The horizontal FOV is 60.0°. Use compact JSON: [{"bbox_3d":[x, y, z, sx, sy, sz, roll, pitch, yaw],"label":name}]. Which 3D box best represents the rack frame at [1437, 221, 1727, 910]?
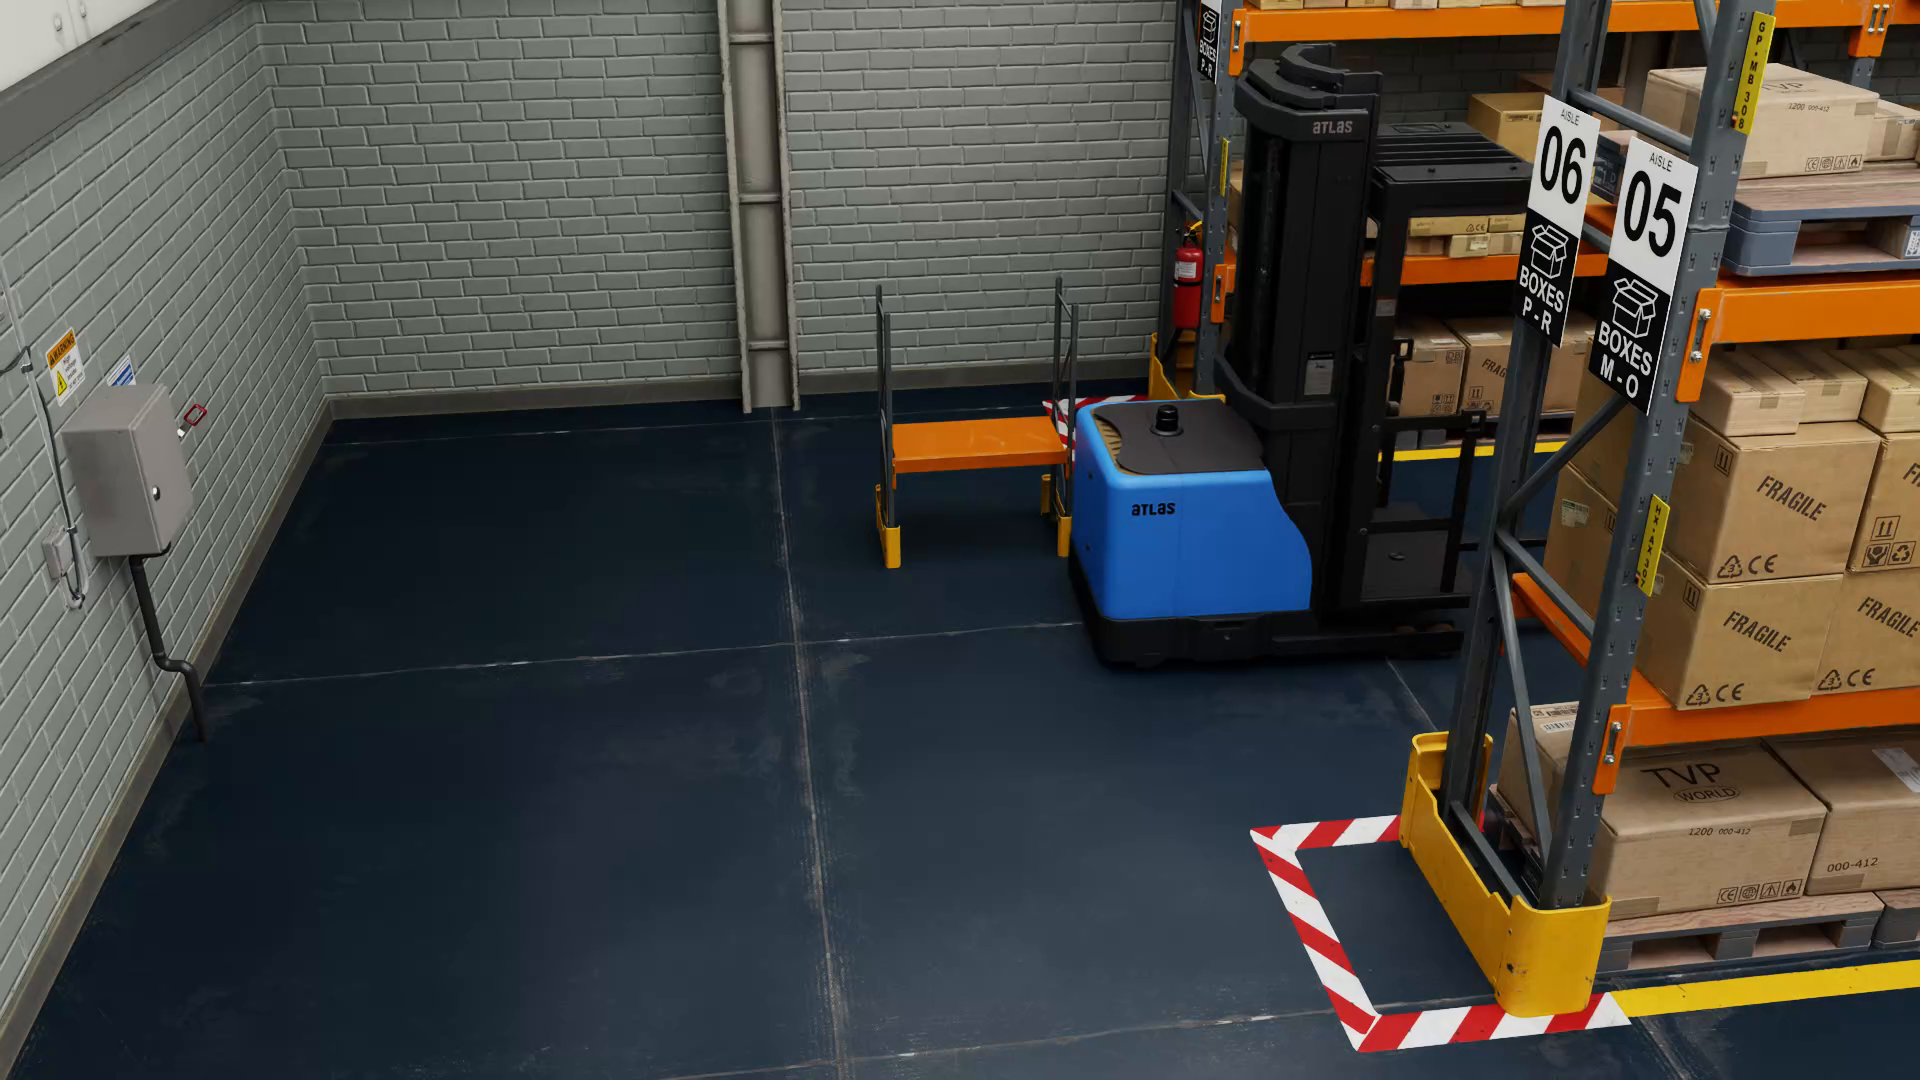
[{"bbox_3d":[2.171,0.189,6.097,0.127,3.000,1.000,-4,27,-7],"label":"rack frame"}]

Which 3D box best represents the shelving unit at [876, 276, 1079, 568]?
[{"bbox_3d":[0.075,-0.672,9.417,1.083,1.500,0.587,-4,27,-7],"label":"shelving unit"}]

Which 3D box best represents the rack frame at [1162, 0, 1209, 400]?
[{"bbox_3d":[1.476,-2.054,10.466,0.053,2.616,0.949,-4,27,-7],"label":"rack frame"}]

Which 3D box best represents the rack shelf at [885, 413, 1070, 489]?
[{"bbox_3d":[0.084,-0.513,9.500,1.000,0.185,0.538,-4,27,-7],"label":"rack shelf"}]

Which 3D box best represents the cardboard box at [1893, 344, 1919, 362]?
[{"bbox_3d":[3.342,-0.525,5.573,0.250,0.149,0.380,-5,28,-9],"label":"cardboard box"}]

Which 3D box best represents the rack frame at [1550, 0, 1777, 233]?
[{"bbox_3d":[2.171,-2.481,4.727,0.127,3.000,1.000,-4,27,-7],"label":"rack frame"}]

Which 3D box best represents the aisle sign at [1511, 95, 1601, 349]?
[{"bbox_3d":[2.057,-1.104,5.767,0.004,0.787,0.394,-4,27,-7],"label":"aisle sign"}]

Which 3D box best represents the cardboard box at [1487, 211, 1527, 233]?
[{"bbox_3d":[3.467,-2.136,10.465,0.500,0.250,0.500,-4,27,-8],"label":"cardboard box"}]

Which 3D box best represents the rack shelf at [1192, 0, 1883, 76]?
[{"bbox_3d":[3.457,-3.197,10.197,4.000,0.370,1.077,-4,27,-7],"label":"rack shelf"}]

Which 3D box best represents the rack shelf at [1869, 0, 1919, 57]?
[{"bbox_3d":[7.418,-3.451,10.693,4.000,0.370,1.077,-4,27,-7],"label":"rack shelf"}]

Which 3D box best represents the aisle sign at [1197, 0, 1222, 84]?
[{"bbox_3d":[1.449,-3.075,9.609,0.004,0.787,0.394,-4,27,-7],"label":"aisle sign"}]

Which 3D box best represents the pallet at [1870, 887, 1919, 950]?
[{"bbox_3d":[4.158,1.267,7.050,1.213,0.211,1.003,-4,27,-7],"label":"pallet"}]

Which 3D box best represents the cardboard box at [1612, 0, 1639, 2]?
[{"bbox_3d":[3.851,-3.312,9.909,0.250,0.149,0.380,-3,27,-7],"label":"cardboard box"}]

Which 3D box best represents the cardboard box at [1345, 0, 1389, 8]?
[{"bbox_3d":[2.336,-3.230,9.749,0.250,0.149,0.380,-4,27,-7],"label":"cardboard box"}]

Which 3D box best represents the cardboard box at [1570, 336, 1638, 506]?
[{"bbox_3d":[2.615,-0.439,6.115,0.500,0.500,0.500,-3,27,-5],"label":"cardboard box"}]

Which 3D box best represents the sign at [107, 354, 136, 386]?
[{"bbox_3d":[-3.831,-0.569,7.677,0.001,0.494,0.329,-4,27,-7],"label":"sign"}]

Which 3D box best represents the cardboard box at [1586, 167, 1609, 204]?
[{"bbox_3d":[3.977,-2.168,10.528,0.500,0.250,0.500,-4,27,-7],"label":"cardboard box"}]

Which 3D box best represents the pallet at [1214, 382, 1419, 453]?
[{"bbox_3d":[2.341,-0.870,11.215,1.213,0.211,1.003,-4,27,-7],"label":"pallet"}]

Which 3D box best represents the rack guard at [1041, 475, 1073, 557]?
[{"bbox_3d":[0.569,-0.148,9.764,0.087,0.250,0.587,-4,27,-7],"label":"rack guard"}]

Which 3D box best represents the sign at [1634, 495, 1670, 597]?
[{"bbox_3d":[2.243,0.019,5.391,0.005,0.325,0.100,-4,27,-7],"label":"sign"}]

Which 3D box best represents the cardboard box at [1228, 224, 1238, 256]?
[{"bbox_3d":[1.840,-1.840,10.326,0.250,0.149,0.380,-4,27,-8],"label":"cardboard box"}]

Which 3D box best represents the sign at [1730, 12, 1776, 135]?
[{"bbox_3d":[2.243,-1.319,4.705,0.005,0.325,0.100,-4,27,-7],"label":"sign"}]

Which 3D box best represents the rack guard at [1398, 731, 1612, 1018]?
[{"bbox_3d":[2.147,1.302,6.664,0.348,0.500,1.175,-4,27,-7],"label":"rack guard"}]

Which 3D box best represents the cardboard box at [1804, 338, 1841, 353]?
[{"bbox_3d":[2.991,-0.784,6.077,0.250,0.149,0.380,-4,27,-8],"label":"cardboard box"}]

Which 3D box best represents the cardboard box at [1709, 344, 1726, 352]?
[{"bbox_3d":[2.499,-0.703,5.918,0.250,0.149,0.380,-3,27,-6],"label":"cardboard box"}]

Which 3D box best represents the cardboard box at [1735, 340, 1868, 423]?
[{"bbox_3d":[2.811,-0.536,5.593,0.250,0.149,0.380,-3,27,-6],"label":"cardboard box"}]

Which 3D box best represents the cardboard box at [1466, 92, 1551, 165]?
[{"bbox_3d":[3.448,-2.457,10.270,0.500,0.500,0.500,-3,27,-6],"label":"cardboard box"}]

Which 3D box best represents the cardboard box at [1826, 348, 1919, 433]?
[{"bbox_3d":[3.084,-0.500,5.524,0.250,0.149,0.380,-3,27,-6],"label":"cardboard box"}]

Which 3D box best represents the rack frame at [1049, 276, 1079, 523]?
[{"bbox_3d":[0.588,-0.705,9.481,0.032,1.500,0.500,-4,27,-7],"label":"rack frame"}]

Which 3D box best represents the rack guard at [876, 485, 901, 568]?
[{"bbox_3d":[-0.418,-0.084,9.641,0.087,0.250,0.587,-4,27,-7],"label":"rack guard"}]

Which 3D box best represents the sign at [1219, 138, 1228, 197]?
[{"bbox_3d":[1.552,-2.195,9.794,0.005,0.325,0.100,-4,27,-7],"label":"sign"}]

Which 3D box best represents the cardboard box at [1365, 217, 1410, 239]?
[{"bbox_3d":[2.462,-2.060,10.317,0.500,0.250,0.500,-3,27,-7],"label":"cardboard box"}]

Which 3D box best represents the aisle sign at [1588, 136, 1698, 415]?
[{"bbox_3d":[2.140,-0.832,5.239,0.004,0.787,0.394,-4,27,-7],"label":"aisle sign"}]

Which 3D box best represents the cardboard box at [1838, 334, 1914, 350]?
[{"bbox_3d":[3.246,-0.782,6.072,0.250,0.149,0.380,-3,27,-6],"label":"cardboard box"}]

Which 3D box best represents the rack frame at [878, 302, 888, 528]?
[{"bbox_3d":[-0.419,-0.641,9.357,0.013,1.308,0.475,-4,27,-7],"label":"rack frame"}]

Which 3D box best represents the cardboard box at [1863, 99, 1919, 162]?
[{"bbox_3d":[3.008,-1.398,5.608,0.250,0.149,0.380,-6,28,-11],"label":"cardboard box"}]

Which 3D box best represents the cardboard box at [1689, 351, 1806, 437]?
[{"bbox_3d":[2.561,-0.487,5.498,0.250,0.149,0.380,-3,27,-6],"label":"cardboard box"}]

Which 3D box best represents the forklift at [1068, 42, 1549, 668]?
[{"bbox_3d":[2.153,-0.932,8.355,3.031,2.935,1.130,-3,27,-6],"label":"forklift"}]

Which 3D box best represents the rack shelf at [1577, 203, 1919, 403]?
[{"bbox_3d":[4.152,-0.953,5.824,4.000,0.370,1.077,-4,27,-7],"label":"rack shelf"}]

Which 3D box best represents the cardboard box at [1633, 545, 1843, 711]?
[{"bbox_3d":[2.687,0.243,5.880,0.500,0.500,0.500,-4,27,-8],"label":"cardboard box"}]

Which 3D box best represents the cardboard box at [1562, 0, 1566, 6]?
[{"bbox_3d":[3.602,-3.265,9.816,0.250,0.149,0.380,-3,27,-6],"label":"cardboard box"}]

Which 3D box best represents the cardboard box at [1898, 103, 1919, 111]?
[{"bbox_3d":[6.460,-2.503,10.774,0.500,0.500,0.700,-3,27,-7],"label":"cardboard box"}]

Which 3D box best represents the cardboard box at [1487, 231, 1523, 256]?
[{"bbox_3d":[3.380,-1.926,10.492,0.250,0.149,0.380,-3,27,-6],"label":"cardboard box"}]

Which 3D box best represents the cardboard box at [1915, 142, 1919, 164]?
[{"bbox_3d":[3.281,-1.231,5.283,0.250,0.149,0.380,-3,27,-5],"label":"cardboard box"}]

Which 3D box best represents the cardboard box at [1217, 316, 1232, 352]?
[{"bbox_3d":[2.095,-1.127,10.936,0.637,0.503,0.797,-5,28,-9],"label":"cardboard box"}]

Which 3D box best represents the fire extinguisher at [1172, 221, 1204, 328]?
[{"bbox_3d":[1.395,-1.636,10.147,0.183,0.674,0.296,-4,27,-7],"label":"fire extinguisher"}]

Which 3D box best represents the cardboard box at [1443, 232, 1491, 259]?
[{"bbox_3d":[3.122,-1.900,10.442,0.250,0.149,0.380,-4,27,-9],"label":"cardboard box"}]

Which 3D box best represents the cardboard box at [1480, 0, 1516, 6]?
[{"bbox_3d":[3.092,-3.263,9.813,0.250,0.149,0.380,-4,27,-8],"label":"cardboard box"}]

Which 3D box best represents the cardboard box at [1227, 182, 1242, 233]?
[{"bbox_3d":[1.963,-2.028,10.255,0.500,0.250,0.500,-4,27,-7],"label":"cardboard box"}]

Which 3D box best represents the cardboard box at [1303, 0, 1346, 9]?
[{"bbox_3d":[2.080,-3.222,9.732,0.250,0.149,0.380,-3,27,-6],"label":"cardboard box"}]

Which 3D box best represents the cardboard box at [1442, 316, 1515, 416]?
[{"bbox_3d":[3.484,-1.151,10.986,0.500,0.500,0.500,-3,27,-6],"label":"cardboard box"}]

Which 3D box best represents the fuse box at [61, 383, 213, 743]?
[{"bbox_3d":[-3.557,0.172,7.540,0.414,1.711,0.539,-4,27,-7],"label":"fuse box"}]
